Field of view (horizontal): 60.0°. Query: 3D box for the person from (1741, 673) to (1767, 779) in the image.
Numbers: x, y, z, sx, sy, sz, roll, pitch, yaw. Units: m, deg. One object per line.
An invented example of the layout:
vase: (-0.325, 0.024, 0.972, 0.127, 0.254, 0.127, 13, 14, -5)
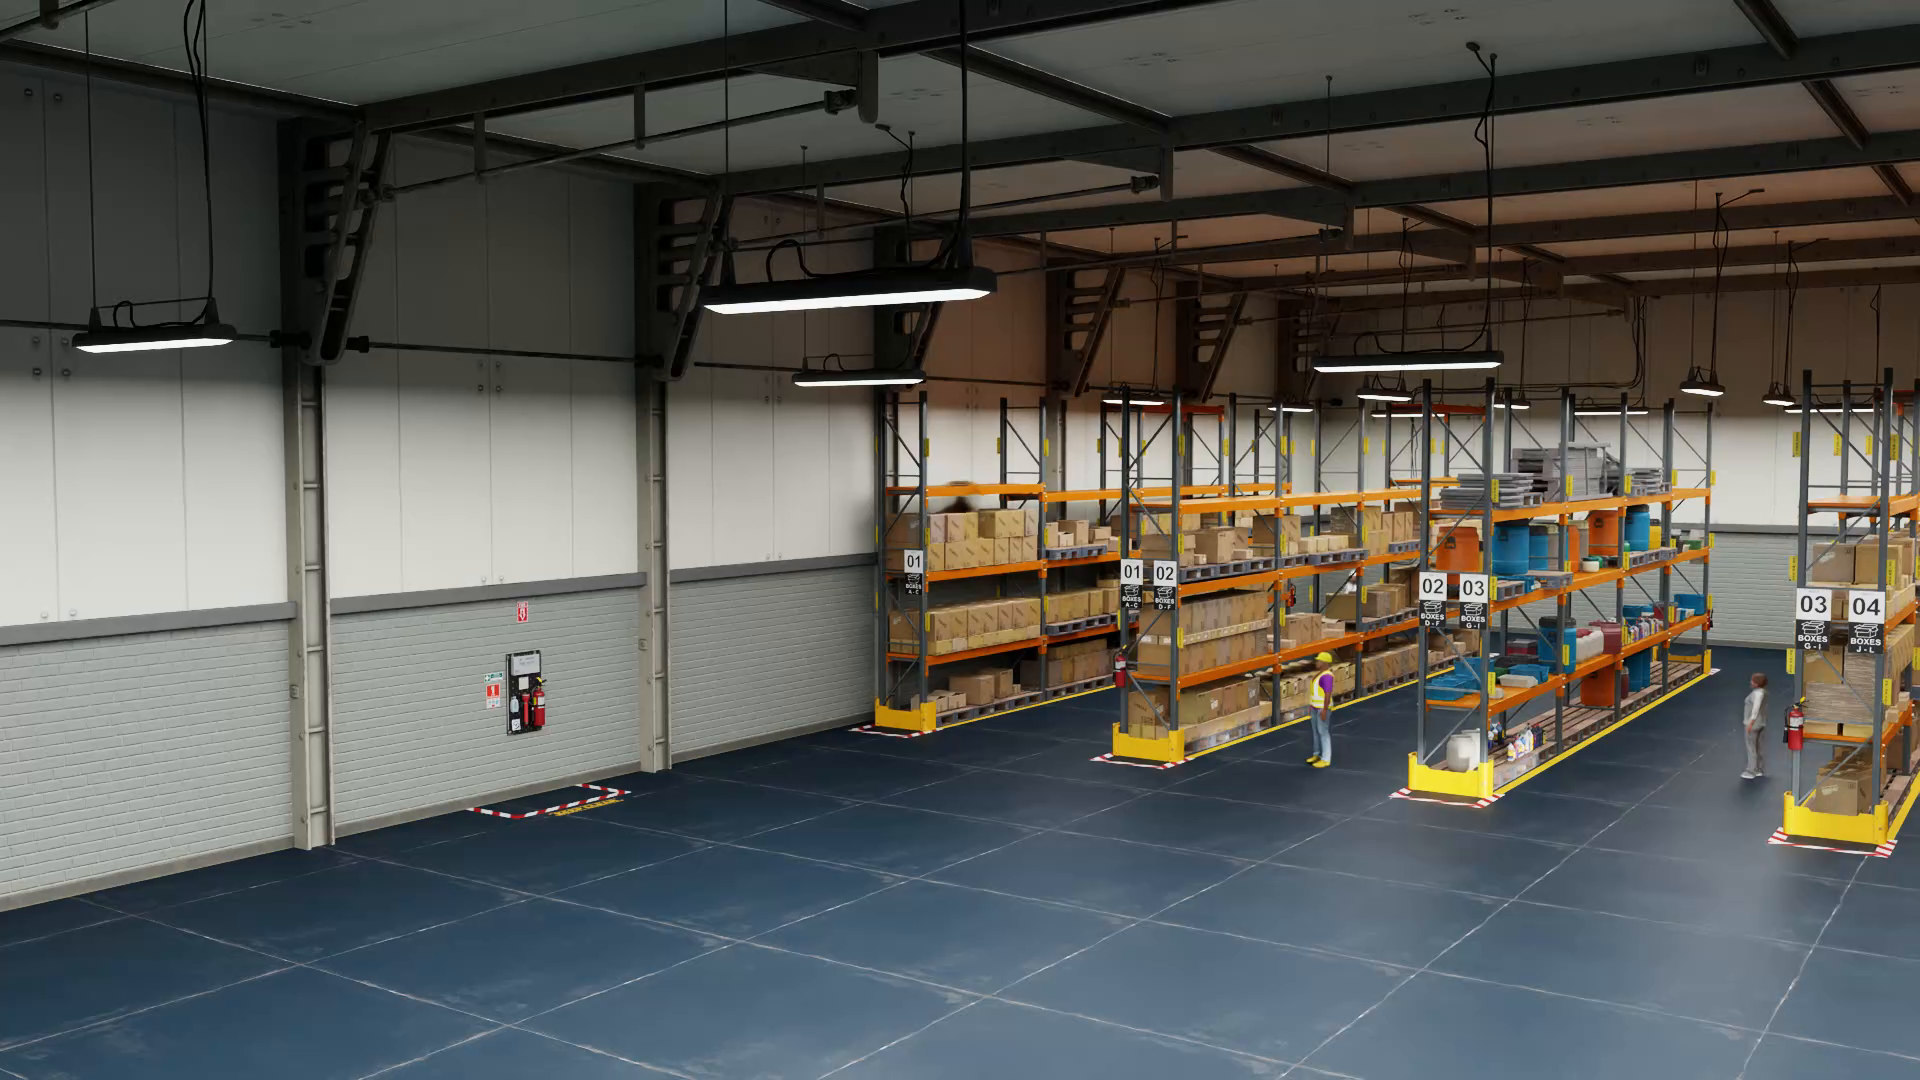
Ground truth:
person: (10.046, 2.788, 25.589, 2.686, 1.609, 3.696, -3, 4, -45)

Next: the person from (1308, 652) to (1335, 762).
person: (5.717, 2.623, 26.269, 0.380, 1.708, 0.615, -1, 3, -12)

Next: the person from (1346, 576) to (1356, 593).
person: (10.396, 1.723, 43.973, 0.616, 1.695, 0.908, 0, 3, 8)
